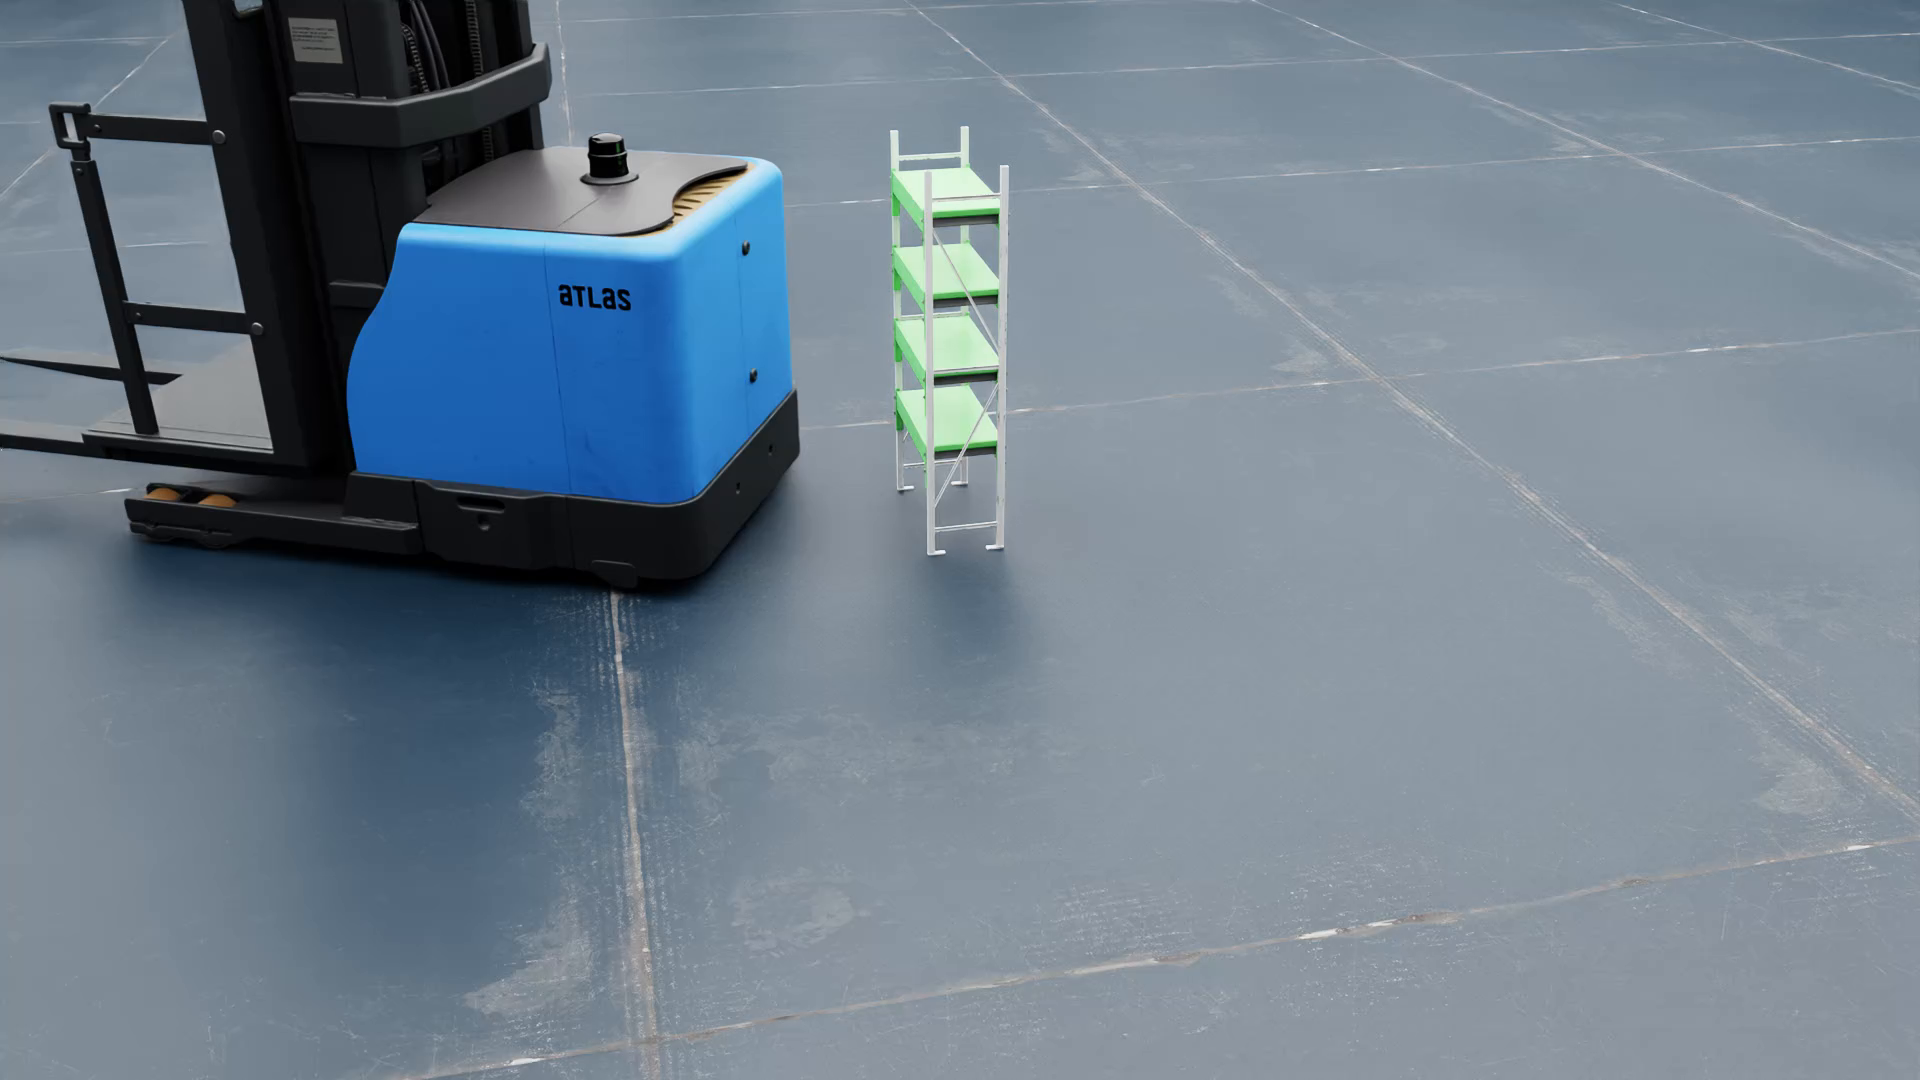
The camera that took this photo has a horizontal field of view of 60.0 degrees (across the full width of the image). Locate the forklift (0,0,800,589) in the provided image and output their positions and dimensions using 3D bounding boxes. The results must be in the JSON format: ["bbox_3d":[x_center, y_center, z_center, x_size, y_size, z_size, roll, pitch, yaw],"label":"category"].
[{"bbox_3d":[-2.120,-1.505,4.978,3.031,2.935,1.130,6,27,12],"label":"forklift"}]

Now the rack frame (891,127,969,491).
[{"bbox_3d":[-0.092,-0.715,5.336,0.240,1.200,0.015,-6,27,-12],"label":"rack frame"}]

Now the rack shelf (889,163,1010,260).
[{"bbox_3d":[-0.037,-0.980,4.936,0.258,0.148,0.480,-6,27,-12],"label":"rack shelf"}]

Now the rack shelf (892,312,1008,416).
[{"bbox_3d":[-0.037,-0.551,5.152,0.258,0.148,0.480,-6,27,-12],"label":"rack shelf"}]

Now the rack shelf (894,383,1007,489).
[{"bbox_3d":[-0.037,-0.337,5.261,0.258,0.148,0.480,-6,27,-12],"label":"rack shelf"}]

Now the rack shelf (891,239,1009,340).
[{"bbox_3d":[-0.037,-0.766,5.044,0.258,0.148,0.480,-6,27,-12],"label":"rack shelf"}]

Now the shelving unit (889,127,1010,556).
[{"bbox_3d":[-0.037,-0.608,5.124,0.258,1.200,0.503,-6,27,-12],"label":"shelving unit"}]

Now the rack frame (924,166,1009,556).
[{"bbox_3d":[0.018,-0.501,4.911,0.240,1.200,0.015,-6,27,-12],"label":"rack frame"}]
